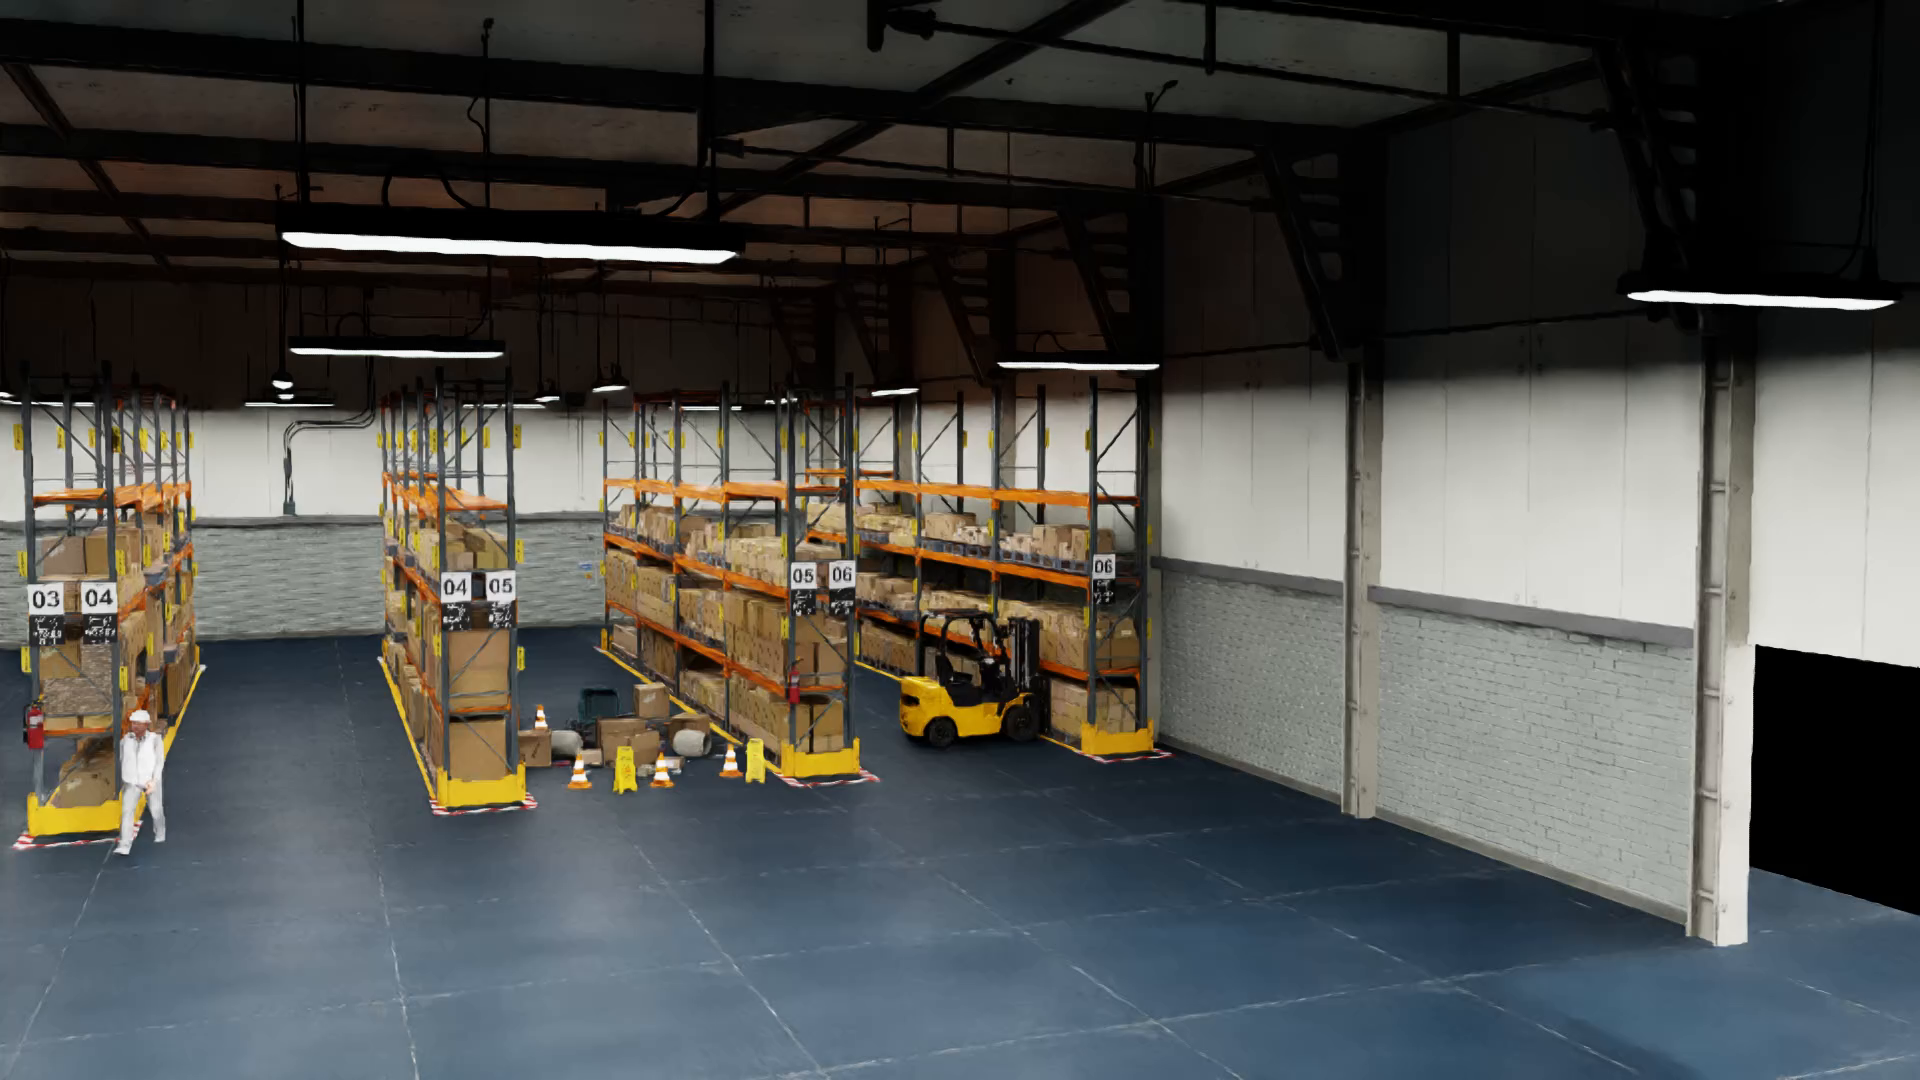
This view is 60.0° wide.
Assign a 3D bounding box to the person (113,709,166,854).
[{"bbox_3d":[-9.970,2.915,20.281,0.539,1.714,1.033,-1,4,-12],"label":"person"}]
